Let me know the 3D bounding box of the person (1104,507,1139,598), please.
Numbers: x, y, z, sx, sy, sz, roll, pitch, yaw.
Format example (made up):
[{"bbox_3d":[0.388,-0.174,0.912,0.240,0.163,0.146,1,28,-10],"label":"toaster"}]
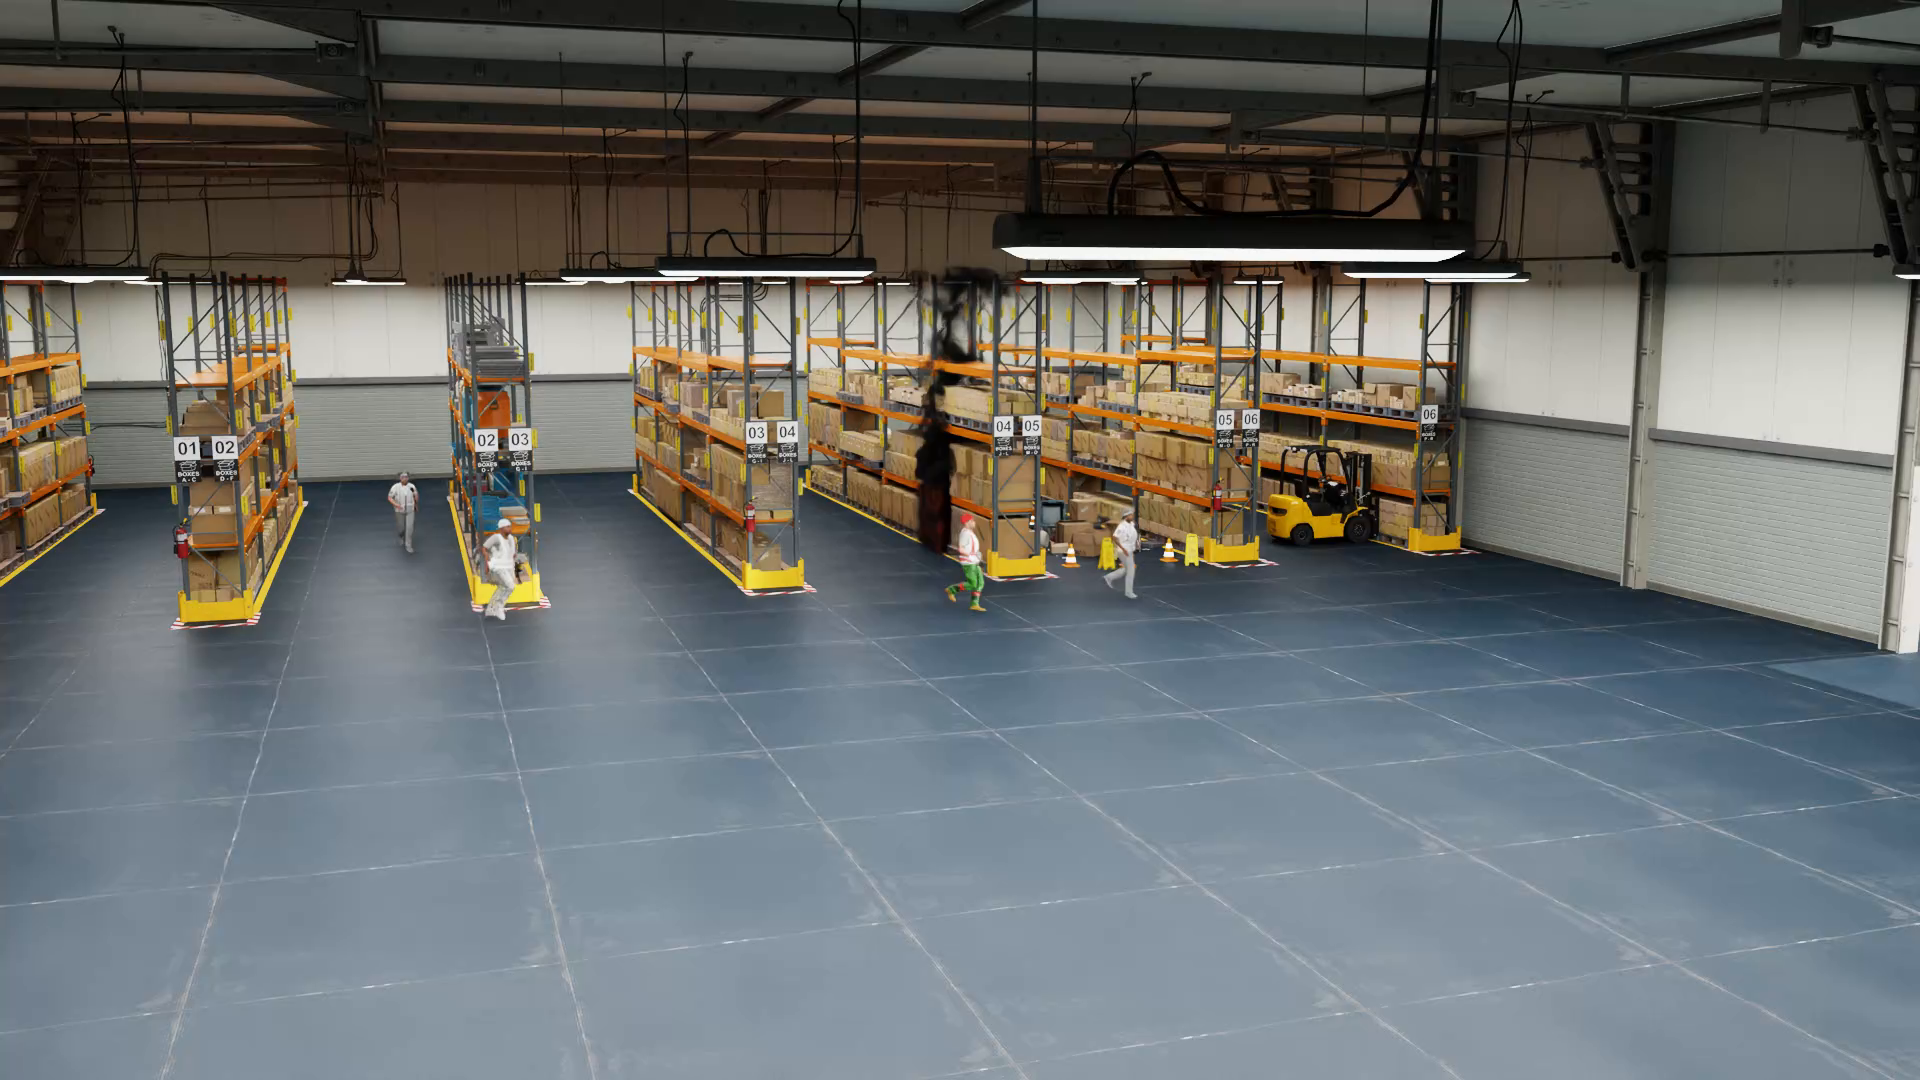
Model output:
[{"bbox_3d":[3.030,0.220,31.112,0.749,1.707,0.578,6,10,33],"label":"person"}]

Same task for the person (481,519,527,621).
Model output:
[{"bbox_3d":[-7.953,0.509,28.993,0.773,1.764,0.624,2,9,14],"label":"person"}]

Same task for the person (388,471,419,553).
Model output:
[{"bbox_3d":[-12.212,-0.645,36.563,0.666,1.778,0.841,-4,10,-25],"label":"person"}]

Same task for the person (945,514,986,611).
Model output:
[{"bbox_3d":[0.119,0.400,29.709,0.738,1.759,0.655,2,9,13],"label":"person"}]

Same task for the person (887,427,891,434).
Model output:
[{"bbox_3d":[-2.050,-2.294,47.299,0.627,1.824,0.869,-3,9,-21],"label":"person"}]
